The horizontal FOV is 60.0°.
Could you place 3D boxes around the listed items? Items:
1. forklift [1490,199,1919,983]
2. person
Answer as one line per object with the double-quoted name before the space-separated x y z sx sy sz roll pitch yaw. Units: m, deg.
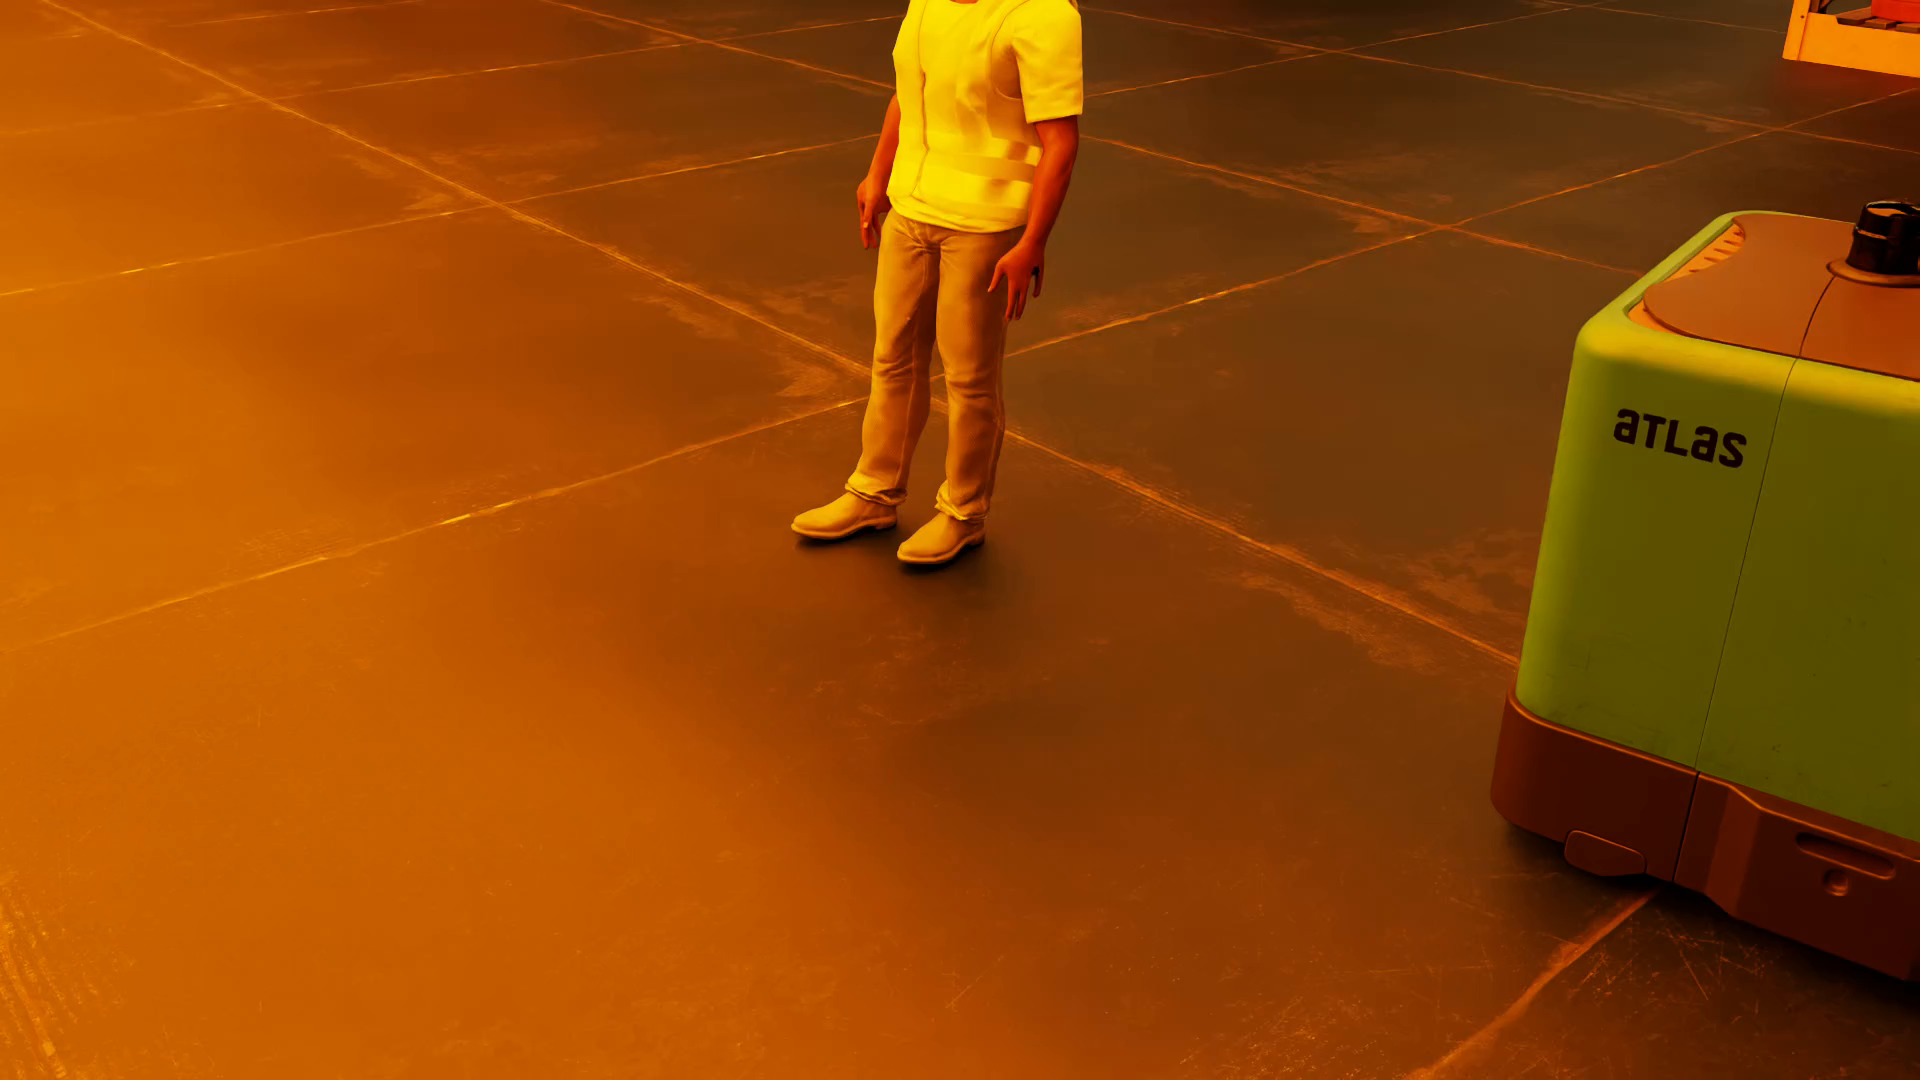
"forklift" 2.536 -0.501 2.212 3.031 2.935 1.130 18 32 32
"person" -0.057 -0.777 4.071 0.577 1.759 0.666 -20 33 -35
